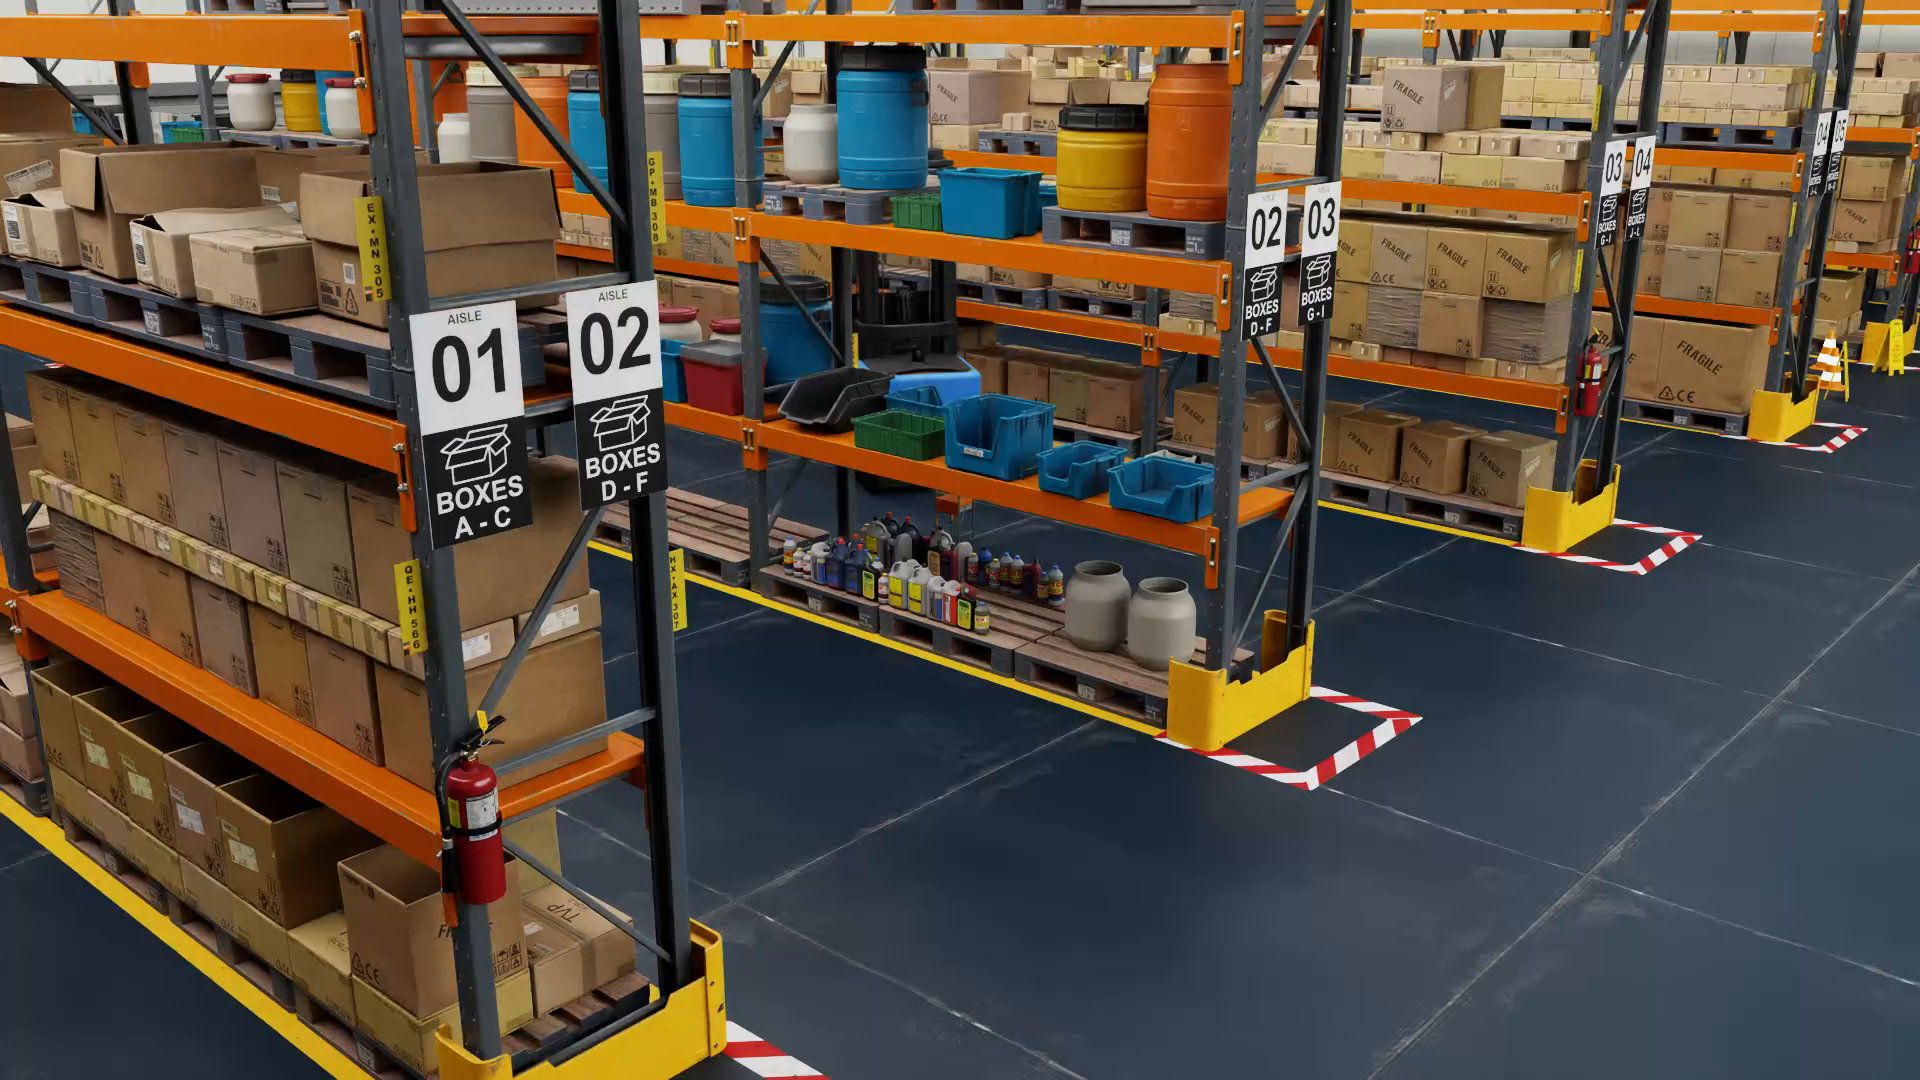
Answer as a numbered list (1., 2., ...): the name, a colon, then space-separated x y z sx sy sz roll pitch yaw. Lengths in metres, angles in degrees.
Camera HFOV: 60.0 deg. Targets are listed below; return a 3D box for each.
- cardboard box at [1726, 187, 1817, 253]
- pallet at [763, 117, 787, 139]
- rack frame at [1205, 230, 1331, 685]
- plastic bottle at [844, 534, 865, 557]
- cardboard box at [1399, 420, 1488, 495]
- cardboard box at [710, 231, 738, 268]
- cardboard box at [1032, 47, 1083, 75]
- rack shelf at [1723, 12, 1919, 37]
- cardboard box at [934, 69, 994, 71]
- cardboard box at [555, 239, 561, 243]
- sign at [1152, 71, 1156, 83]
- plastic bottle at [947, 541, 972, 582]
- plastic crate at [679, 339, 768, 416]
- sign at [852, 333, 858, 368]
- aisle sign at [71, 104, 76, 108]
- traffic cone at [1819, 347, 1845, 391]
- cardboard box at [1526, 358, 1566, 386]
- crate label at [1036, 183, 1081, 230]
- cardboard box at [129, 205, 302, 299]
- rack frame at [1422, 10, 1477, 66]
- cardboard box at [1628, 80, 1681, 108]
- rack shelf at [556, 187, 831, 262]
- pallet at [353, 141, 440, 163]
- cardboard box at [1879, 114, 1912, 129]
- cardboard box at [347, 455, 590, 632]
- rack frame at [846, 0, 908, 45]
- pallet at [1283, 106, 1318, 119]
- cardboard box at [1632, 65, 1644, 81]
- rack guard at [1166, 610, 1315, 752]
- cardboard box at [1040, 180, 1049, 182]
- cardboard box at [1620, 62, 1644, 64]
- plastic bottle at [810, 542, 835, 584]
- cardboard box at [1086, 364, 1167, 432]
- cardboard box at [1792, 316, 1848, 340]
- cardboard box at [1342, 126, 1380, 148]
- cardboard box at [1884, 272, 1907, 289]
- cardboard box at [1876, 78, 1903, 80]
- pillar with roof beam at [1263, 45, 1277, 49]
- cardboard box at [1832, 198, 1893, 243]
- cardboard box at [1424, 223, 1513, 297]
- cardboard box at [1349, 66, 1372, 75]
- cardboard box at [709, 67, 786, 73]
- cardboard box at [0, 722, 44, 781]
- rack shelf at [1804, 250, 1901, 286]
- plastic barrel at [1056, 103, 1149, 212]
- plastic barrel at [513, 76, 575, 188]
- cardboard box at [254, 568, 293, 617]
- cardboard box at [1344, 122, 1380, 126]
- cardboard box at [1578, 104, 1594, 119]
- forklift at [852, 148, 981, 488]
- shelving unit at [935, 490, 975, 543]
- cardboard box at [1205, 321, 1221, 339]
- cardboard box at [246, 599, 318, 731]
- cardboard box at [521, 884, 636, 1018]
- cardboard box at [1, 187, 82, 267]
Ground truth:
1. cardboard box: 8.212 -3.238 16.824 0.550 0.550 0.875 15 23 39
2. pallet: -1.405 -4.530 18.281 1.003 0.211 1.213 16 24 42
3. rack frame: 1.808 -0.347 9.745 0.127 3.000 1.000 15 23 39
4. plastic bottle: -0.760 0.127 11.906 0.185 0.351 0.144 15 23 39
5. cardboard box: 4.170 -0.717 14.351 0.500 0.500 0.500 -11 21 -31
6. cardboard box: -2.561 -3.471 19.426 0.500 0.500 0.500 16 23 40
7. cardboard box: 1.668 -8.109 28.215 0.797 0.503 0.637 -16 24 -41
8. rack shelf: 13.470 -7.560 24.409 4.000 0.370 1.077 15 23 39
9. cardboard box: 0.026 -4.649 17.352 0.500 0.500 0.500 15 23 39
10. cardboard box: -5.095 -3.950 21.516 0.250 0.149 0.380 16 23 40
11. sign: 1.738 -4.008 14.817 0.005 0.325 0.100 15 23 39
12. plastic bottle: -0.007 0.140 11.988 0.135 0.276 0.152 16 23 40
13. plastic crate: -1.749 -1.208 12.354 0.583 0.464 0.402 15 23 39
14. sign: -0.810 -1.404 12.619 0.005 0.325 0.100 15 23 39
15. aisle sign: -10.410 -4.745 19.308 0.004 0.787 0.394 15 23 39
16. traffic cone: 10.013 -1.975 19.070 0.334 0.463 0.336 15 23 39
17. cardboard box: 4.745 -1.358 13.347 0.250 0.149 0.380 15 23 39
18. crate label: 0.627 -2.156 10.733 0.408 0.251 0.502 15 23 39
19. cardboard box: -2.935 -1.164 6.583 0.500 0.311 0.500 -15 23 -39
20. rack frame: 5.472 -6.232 18.371 0.127 3.000 1.000 15 23 39
21. cardboard box: 7.163 -4.554 16.939 0.500 0.250 0.500 15 23 39
22. rack shelf: -2.680 -2.638 13.196 4.000 0.370 1.077 15 23 39
23. pallet: -4.683 -3.468 14.935 1.213 0.211 1.003 15 23 39
24. cardboard box: 11.221 -5.028 19.951 0.250 0.149 0.380 15 23 39
25. cardboard box: -1.863 0.000 6.342 0.500 0.500 0.700 15 23 39
26. rack frame: -0.888 -5.933 17.430 0.127 3.000 1.000 15 23 39
27. pallet: 3.835 -5.174 20.309 1.213 0.211 1.003 16 24 42
28. cardboard box: 7.036 -4.753 16.909 0.250 0.149 0.380 15 23 38
29. rack guard: 1.720 0.840 10.137 0.348 0.500 1.175 15 23 39
30. cardboard box: 1.048 -4.740 22.326 0.250 0.149 0.380 15 23 39
31. cardboard box: 7.093 -5.004 17.699 0.250 0.149 0.380 15 23 40
32. plastic bottle: -0.976 0.161 11.922 0.135 0.276 0.152 16 24 41
33. cardboard box: 1.659 -1.417 16.522 0.500 0.500 0.700 13 22 35
34. cardboard box: 10.872 -2.705 21.028 0.500 0.250 0.500 15 23 39
35. cardboard box: 3.358 -3.386 13.953 0.250 0.149 0.380 16 23 41
36. cardboard box: 14.039 -3.847 24.627 0.500 0.250 0.500 15 23 39
37. cardboard box: 11.344 -5.564 20.323 0.250 0.149 0.380 15 23 39
38. pillar with roof beam: 3.210 -9.472 28.580 0.400 9.000 9.100 15 23 39
39. cardboard box: 11.085 -3.945 20.427 0.500 0.500 0.500 15 23 38
40. cardboard box: 4.142 -2.287 13.548 0.500 0.500 0.500 15 23 39
41. cardboard box: 7.116 -8.347 29.552 0.250 0.149 0.380 16 23 40
42. cardboard box: -2.430 -5.158 19.081 0.637 0.503 0.797 15 23 39
43. cardboard box: -4.977 1.063 9.155 0.500 0.250 0.500 15 23 39
44. rack shelf: 10.178 -3.768 21.715 4.000 0.370 1.077 15 23 39
45. plastic barrel: 0.871 -2.266 9.830 0.600 0.588 0.600 0 18 0
46. plastic barrel: -3.216 -3.242 13.199 0.708 0.830 0.600 15 23 39
47. cardboard box: -2.666 0.176 6.861 0.250 0.149 0.380 16 24 41
48. cardboard box: 3.528 -3.555 14.485 0.250 0.149 0.380 16 24 42
49. cardboard box: 6.656 -4.475 17.349 0.250 0.149 0.380 15 23 40
50. forklift: -0.632 -2.265 15.904 1.130 2.935 3.031 -4 18 -13
51. shelving unit: -0.040 -0.511 13.487 0.252 1.050 0.215 15 23 39
52. cardboard box: 2.449 -1.942 15.188 0.250 0.149 0.380 15 23 39
53. cardboard box: -2.587 0.424 7.152 0.500 0.500 0.700 15 23 40
54. cardboard box: -1.736 1.726 7.066 0.500 0.250 0.500 15 23 39
55. cardboard box: -3.869 -1.415 7.373 0.500 0.311 0.500 13 22 36
